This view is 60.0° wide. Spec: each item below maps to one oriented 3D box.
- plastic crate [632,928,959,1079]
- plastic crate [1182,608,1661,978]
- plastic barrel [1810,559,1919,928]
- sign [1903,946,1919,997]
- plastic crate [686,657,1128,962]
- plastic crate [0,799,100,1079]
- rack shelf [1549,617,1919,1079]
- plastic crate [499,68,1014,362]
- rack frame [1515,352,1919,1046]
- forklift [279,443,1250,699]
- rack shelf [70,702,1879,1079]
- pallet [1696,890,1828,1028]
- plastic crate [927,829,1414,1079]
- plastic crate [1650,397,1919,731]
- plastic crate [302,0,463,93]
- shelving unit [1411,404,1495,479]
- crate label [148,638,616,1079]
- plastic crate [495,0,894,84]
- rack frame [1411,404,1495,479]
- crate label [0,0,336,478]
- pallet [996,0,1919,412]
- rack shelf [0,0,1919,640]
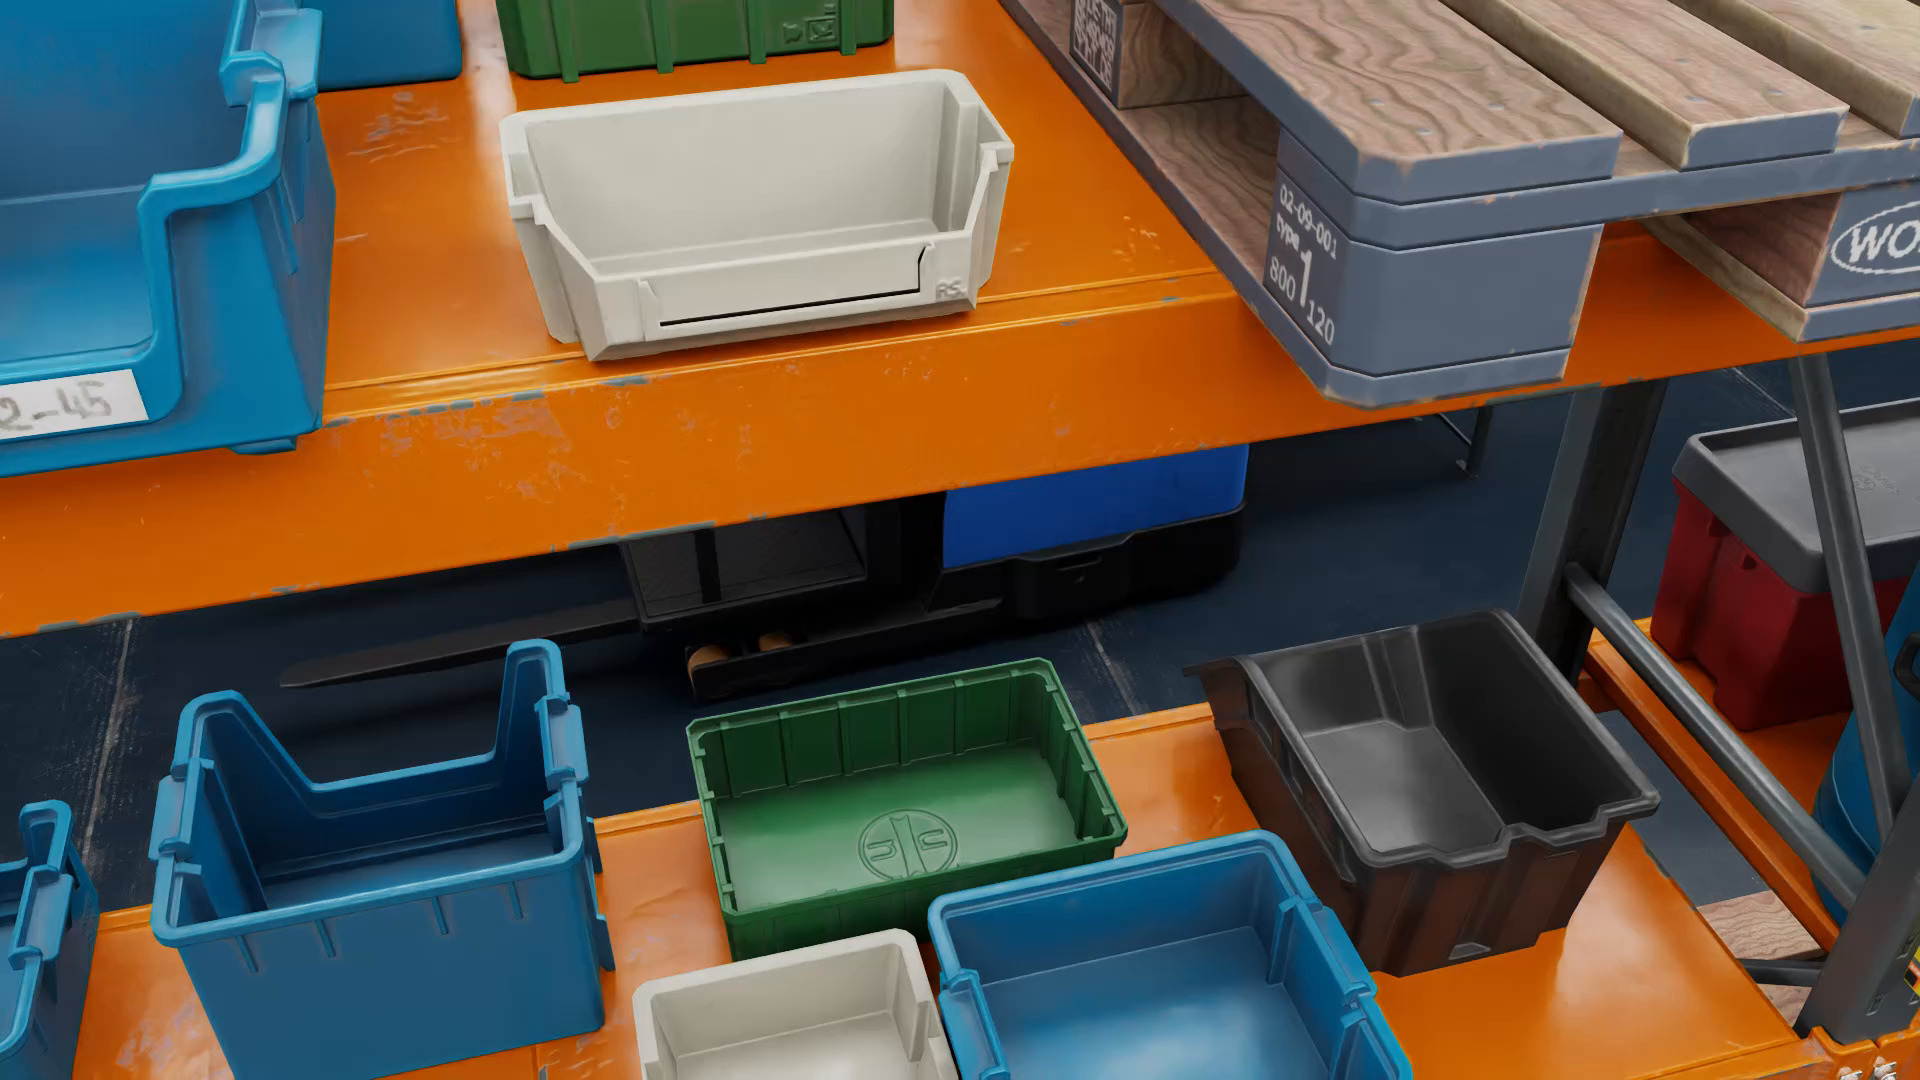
[{"bbox_3d":[-0.218,0.846,2.393,0.437,0.136,0.530,-9,38,-12],"label":"plastic crate"},{"bbox_3d":[0.745,0.368,2.851,0.504,0.338,0.767,-9,38,-12],"label":"plastic crate"},{"bbox_3d":[1.735,0.253,2.538,0.708,0.901,0.600,-9,38,-12],"label":"plastic barrel"},{"bbox_3d":[1.416,0.550,2.335,0.005,0.325,0.100,-9,38,-12],"label":"sign"},{"bbox_3d":[-0.101,0.469,2.843,0.662,0.188,0.450,-9,38,-12],"label":"plastic crate"},{"bbox_3d":[-1.545,0.674,2.523,0.408,0.251,0.499,-9,38,-12],"label":"plastic crate"},{"bbox_3d":[3.214,0.304,3.476,4.000,0.370,1.077,-9,38,-12],"label":"rack shelf"},{"bbox_3d":[-0.161,-0.260,1.369,0.396,0.136,0.243,-9,38,-12],"label":"plastic crate"},{"bbox_3d":[1.283,0.335,2.843,0.127,3.000,1.000,-9,38,-12],"label":"rack frame"},{"bbox_3d":[-0.638,-1.038,4.695,3.031,2.935,1.130,-11,39,-14],"label":"forklift"},{"bbox_3d":[-0.648,0.938,2.647,4.000,0.370,1.077,-9,38,-12],"label":"rack shelf"},{"bbox_3d":[2.031,1.296,3.882,1.213,0.211,1.003,-9,38,-12],"label":"pallet"},{"bbox_3d":[0.286,0.729,2.451,0.616,0.251,0.499,-9,38,-12],"label":"plastic crate"},{"bbox_3d":[1.671,0.054,3.158,0.583,0.464,0.402,-9,38,-12],"label":"plastic crate"},{"bbox_3d":[-0.816,-0.695,1.734,0.575,0.384,0.392,-9,38,-12],"label":"plastic crate"},{"bbox_3d":[1.308,-0.868,5.651,1.048,1.500,0.538,-11,39,-14],"label":"shelving unit"},{"bbox_3d":[-0.872,0.505,2.592,0.616,0.435,0.502,-9,38,-12],"label":"crate label"},{"bbox_3d":[-0.311,-0.682,1.878,0.450,0.188,0.336,-9,38,-12],"label":"plastic crate"},{"bbox_3d":[1.792,-0.964,5.775,0.032,1.500,0.500,-11,39,-14],"label":"rack frame"},{"bbox_3d":[-0.685,-0.266,1.283,0.408,0.251,0.502,-9,38,-12],"label":"crate label"},{"bbox_3d":[0.612,-0.609,1.765,1.003,0.211,1.213,-9,38,-12],"label":"pallet"},{"bbox_3d":[-0.648,-0.254,1.736,4.000,0.370,1.077,-9,38,-12],"label":"rack shelf"}]
